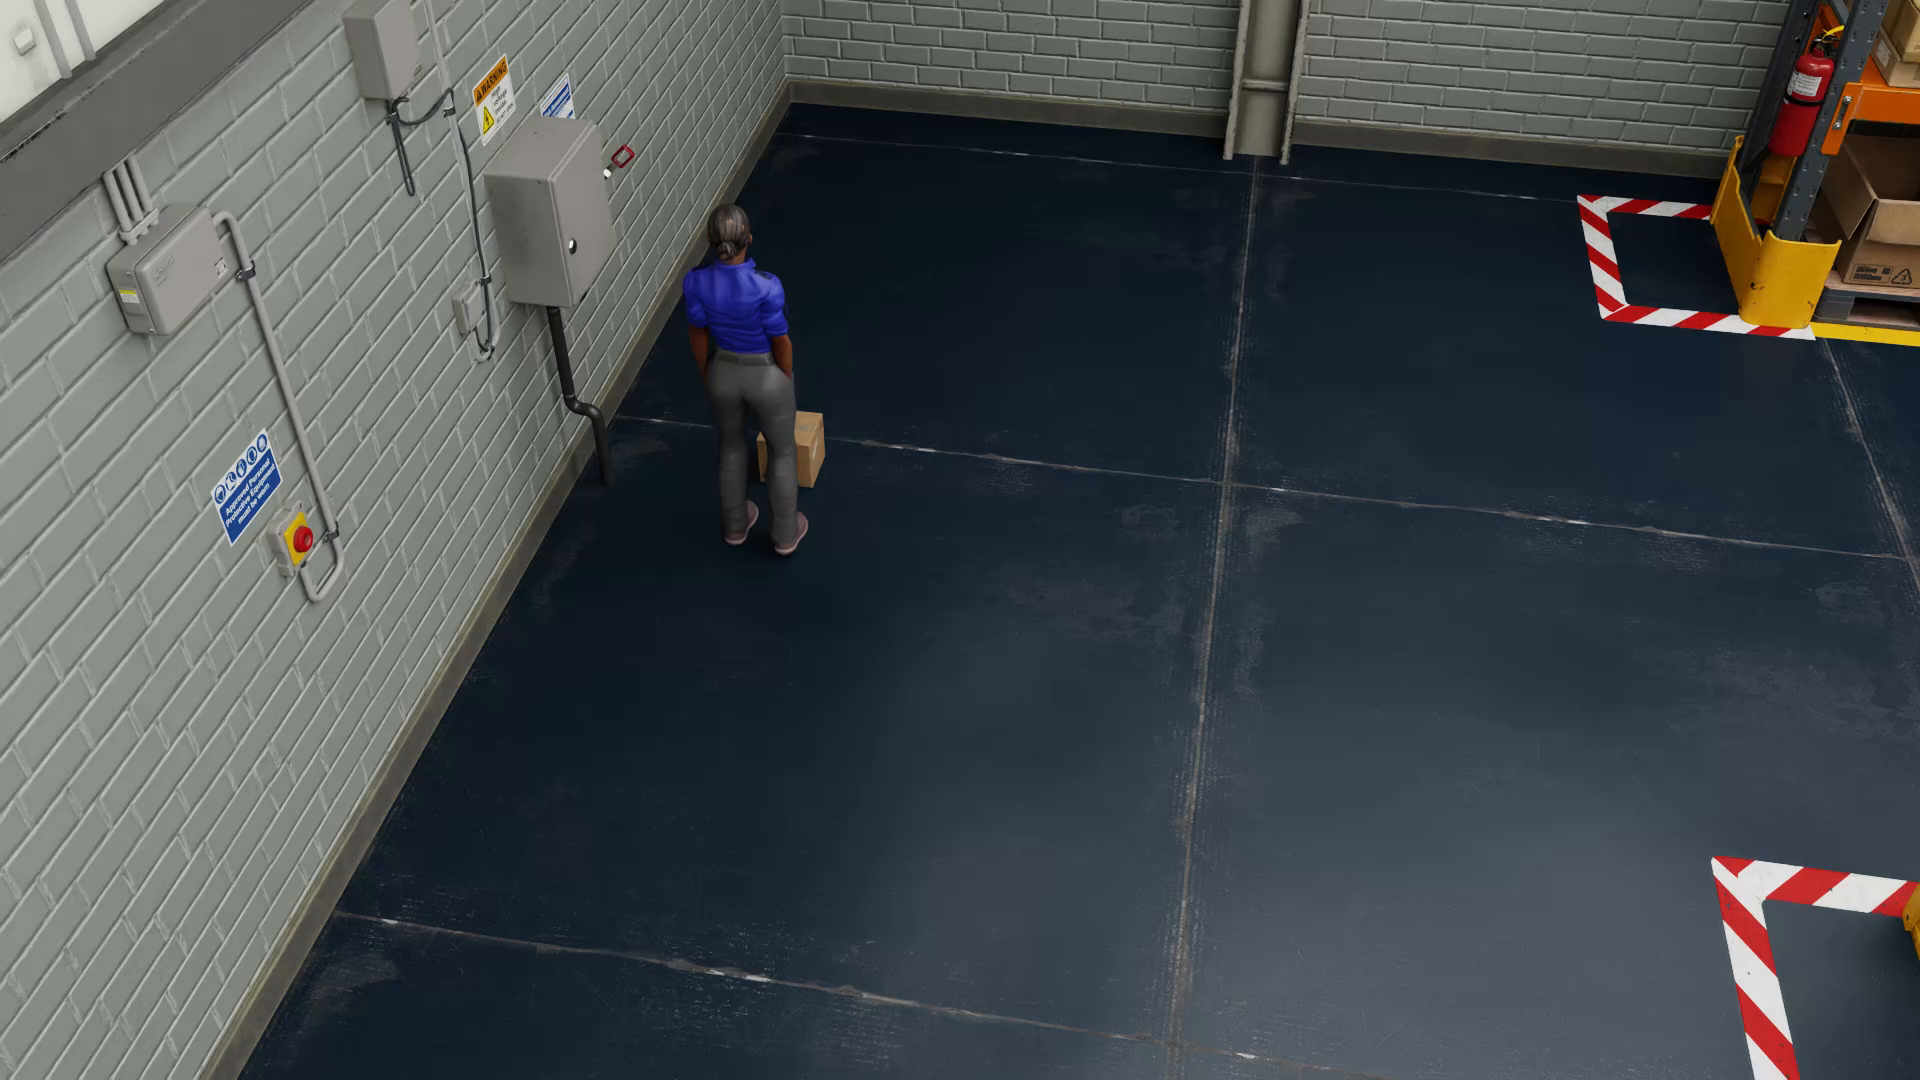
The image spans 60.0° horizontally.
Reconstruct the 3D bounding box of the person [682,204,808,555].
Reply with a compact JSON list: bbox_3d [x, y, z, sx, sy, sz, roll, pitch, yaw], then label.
[{"bbox_3d":[-0.892,-0.661,6.938,0.437,1.661,0.314,7,41,9],"label":"person"}]
